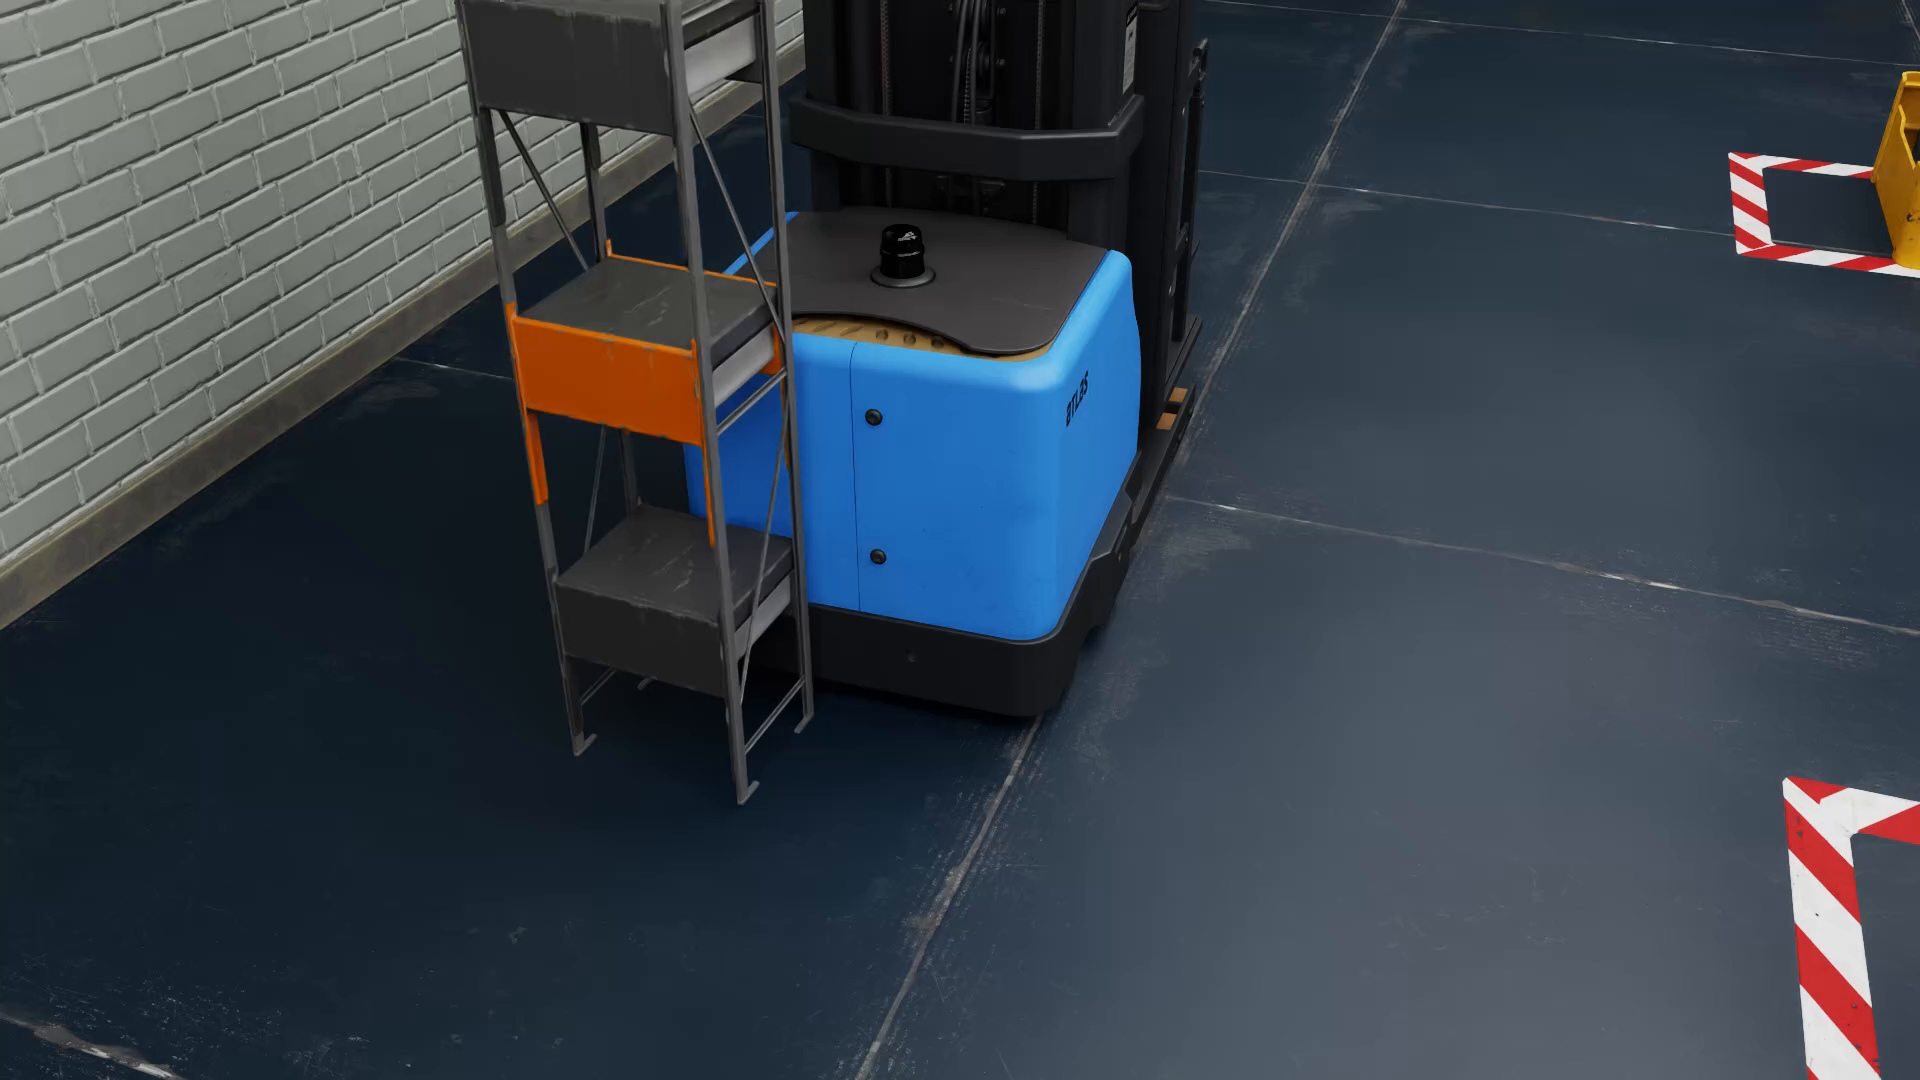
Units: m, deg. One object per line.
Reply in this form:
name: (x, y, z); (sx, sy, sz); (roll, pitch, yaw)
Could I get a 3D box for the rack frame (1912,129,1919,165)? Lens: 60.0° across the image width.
rack frame: (4.342, -2.679, 6.634); (0.127, 3.000, 1.000); (11, 34, 16)

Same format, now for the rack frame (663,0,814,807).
rack frame: (-0.477, -0.312, 3.795); (0.015, 2.100, 0.400); (13, 35, 19)

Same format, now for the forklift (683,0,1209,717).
forklift: (0.190, -1.557, 4.959); (1.130, 2.935, 3.031); (10, 34, 15)

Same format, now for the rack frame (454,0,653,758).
rack frame: (-0.927, -0.414, 3.953); (0.015, 2.100, 0.400); (13, 35, 19)

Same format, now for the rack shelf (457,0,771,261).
rack shelf: (-0.701, -0.941, 3.505); (0.480, 0.518, 0.431); (13, 35, 19)

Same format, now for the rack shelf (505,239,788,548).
rack shelf: (-0.702, -0.351, 3.881); (0.480, 0.518, 0.431); (13, 35, 19)

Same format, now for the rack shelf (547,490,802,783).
rack shelf: (-0.703, 0.239, 4.258); (0.480, 0.518, 0.431); (13, 35, 19)

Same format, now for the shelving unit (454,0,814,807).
shelving unit: (-0.702, -0.363, 3.874); (0.503, 2.100, 0.431); (13, 35, 19)

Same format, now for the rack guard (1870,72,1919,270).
rack guard: (4.319, -1.633, 7.319); (0.348, 0.500, 1.175); (11, 34, 16)
